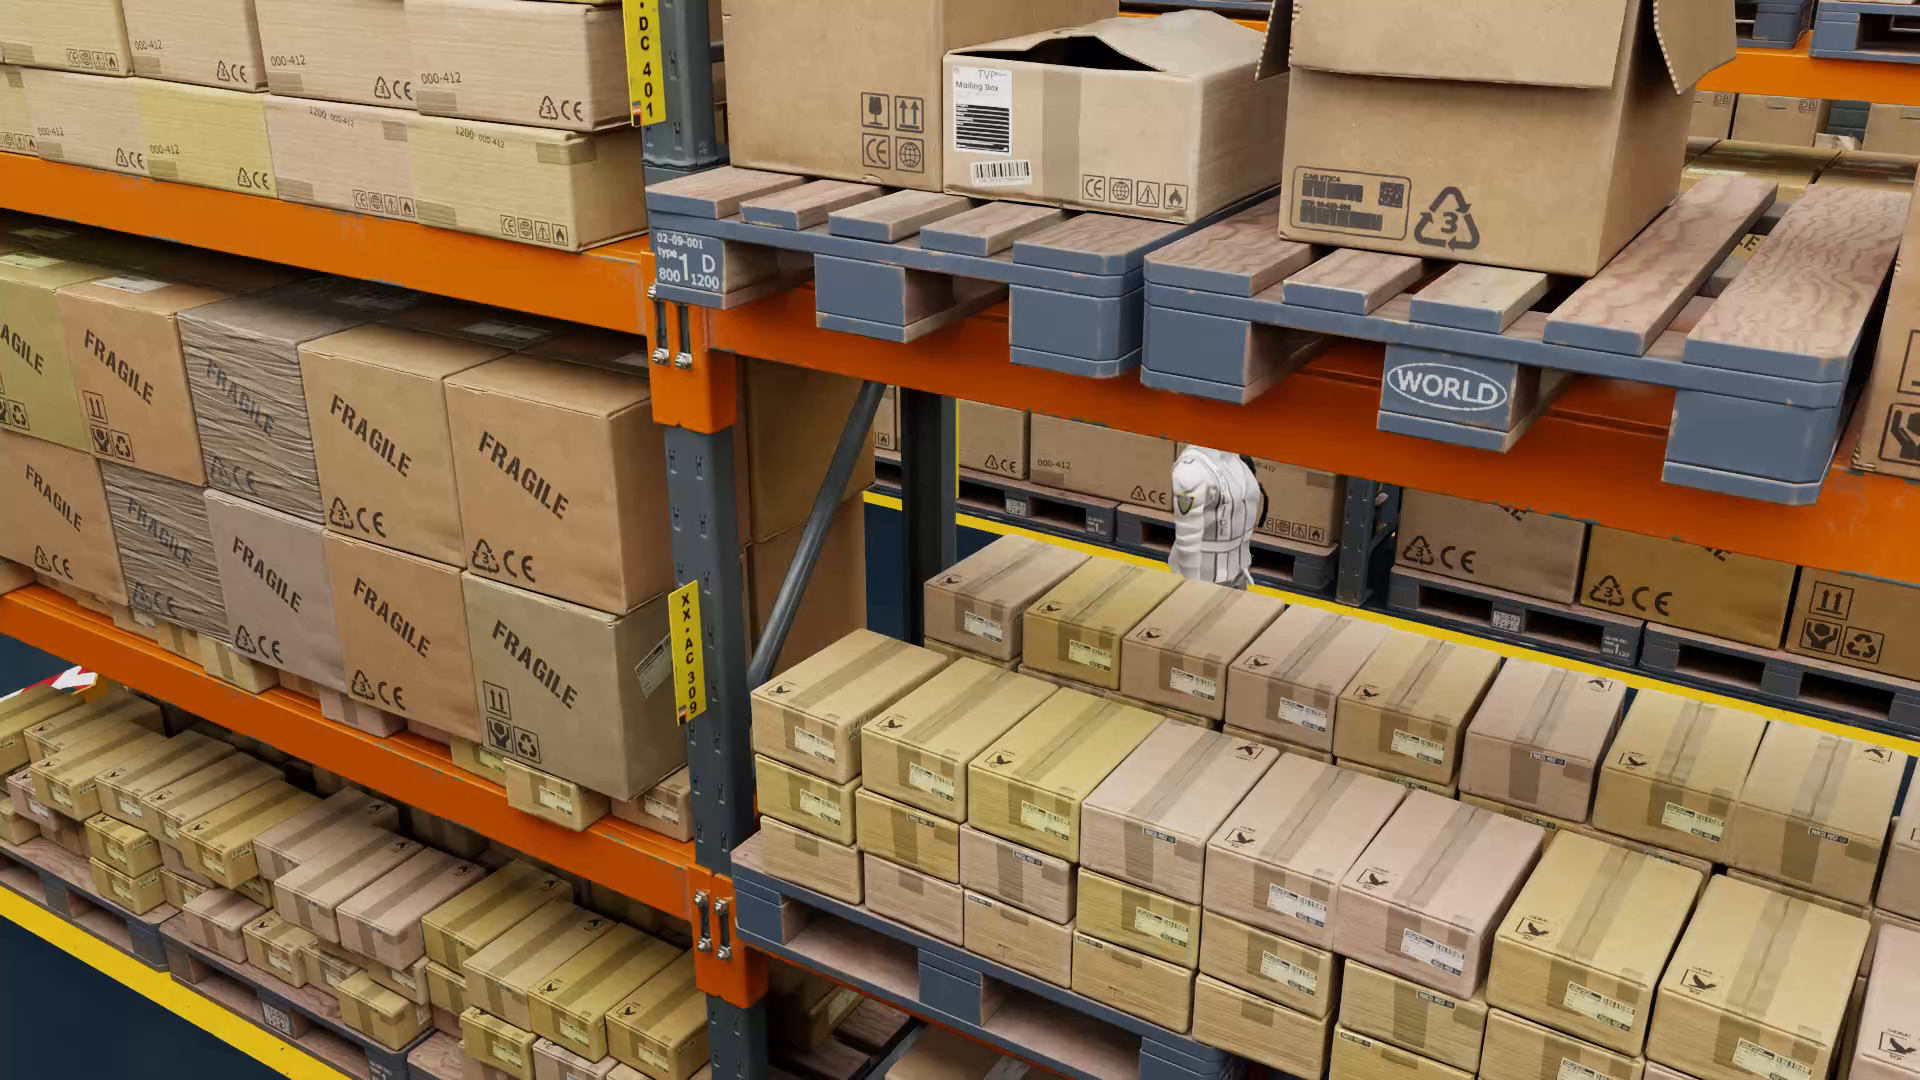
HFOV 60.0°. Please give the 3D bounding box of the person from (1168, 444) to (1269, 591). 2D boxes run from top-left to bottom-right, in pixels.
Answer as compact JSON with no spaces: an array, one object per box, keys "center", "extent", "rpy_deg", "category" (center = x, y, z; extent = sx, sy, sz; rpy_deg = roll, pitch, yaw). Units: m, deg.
[{"center":[1.023,0.144,6.746],"extent":[0.341,1.679,0.467],"rpy_deg":[15,27,30],"category":"person"}]
